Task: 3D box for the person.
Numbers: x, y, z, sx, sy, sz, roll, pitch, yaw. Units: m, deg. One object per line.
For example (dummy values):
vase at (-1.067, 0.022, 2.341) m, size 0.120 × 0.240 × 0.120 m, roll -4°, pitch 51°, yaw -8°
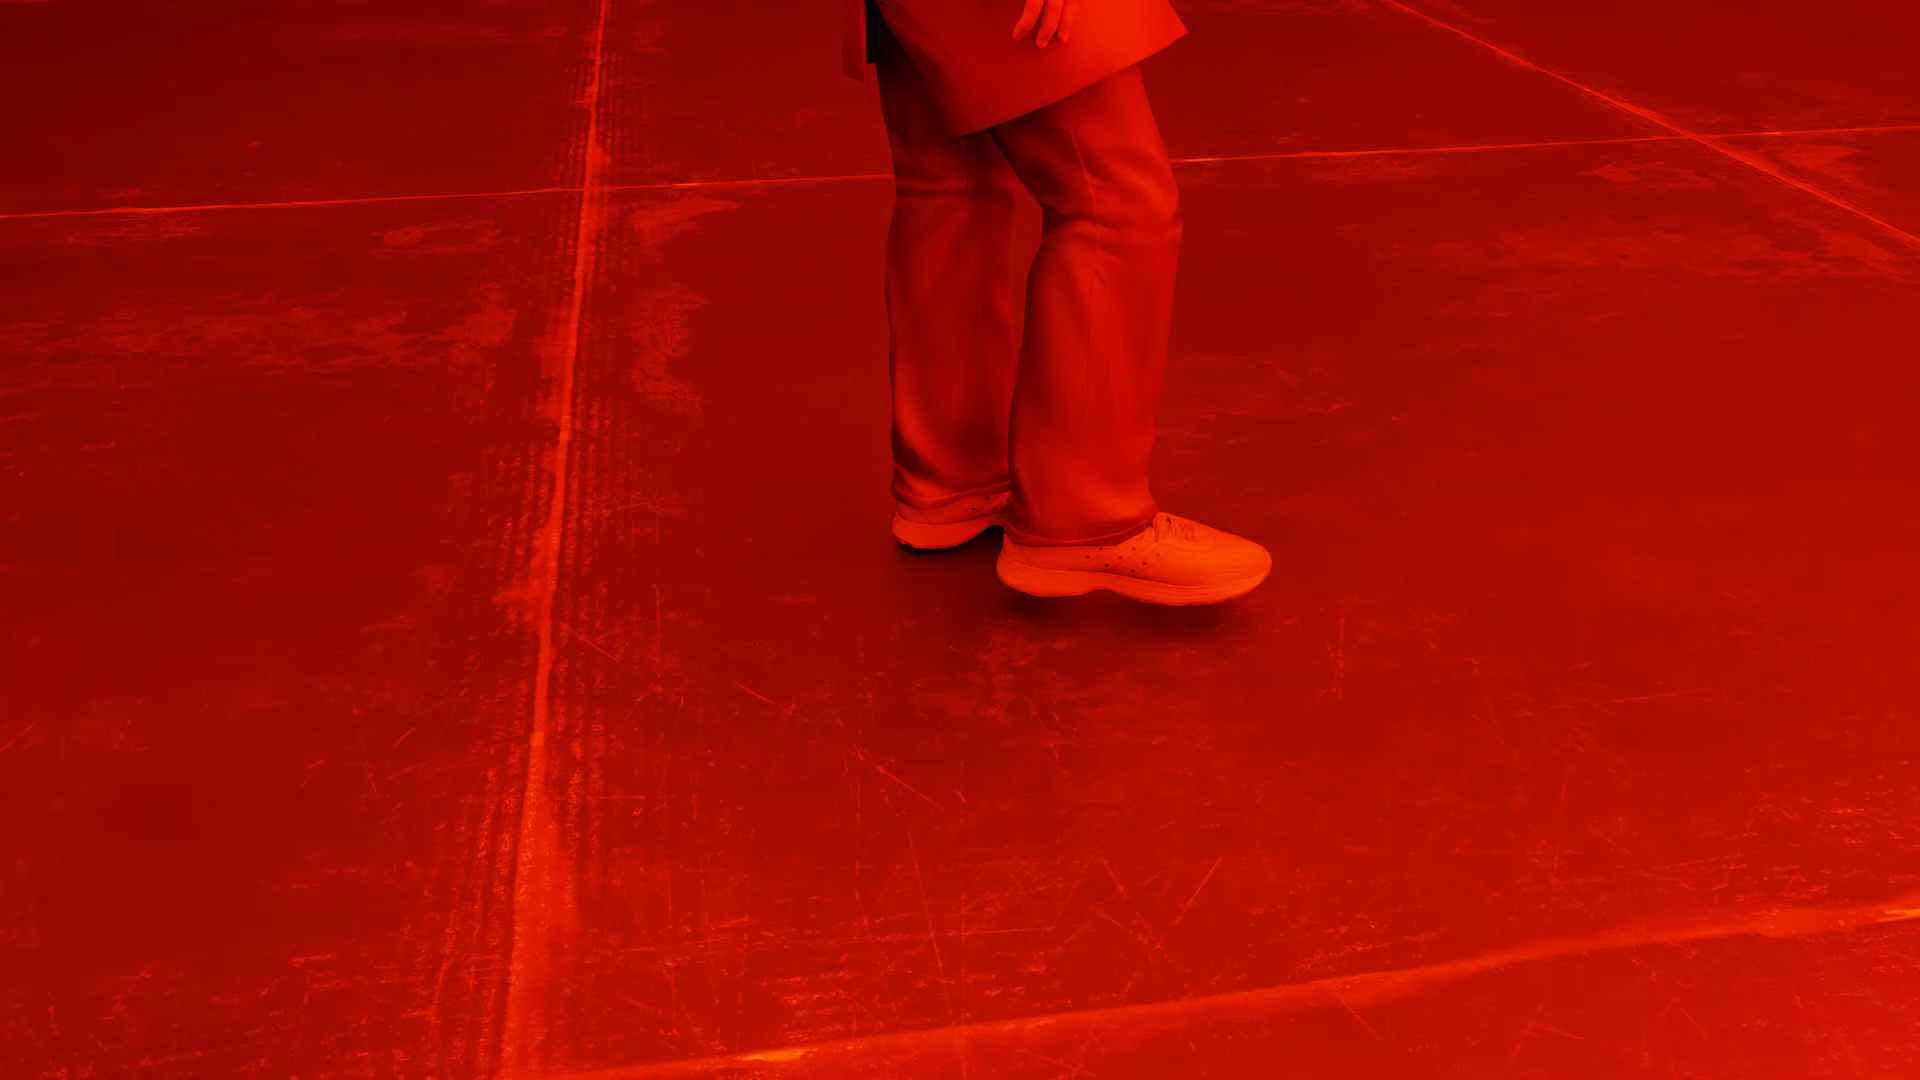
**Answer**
person at (0.092, -0.797, 2.090) m, size 0.580 × 1.778 × 0.696 m, roll -5°, pitch 28°, yaw -9°
